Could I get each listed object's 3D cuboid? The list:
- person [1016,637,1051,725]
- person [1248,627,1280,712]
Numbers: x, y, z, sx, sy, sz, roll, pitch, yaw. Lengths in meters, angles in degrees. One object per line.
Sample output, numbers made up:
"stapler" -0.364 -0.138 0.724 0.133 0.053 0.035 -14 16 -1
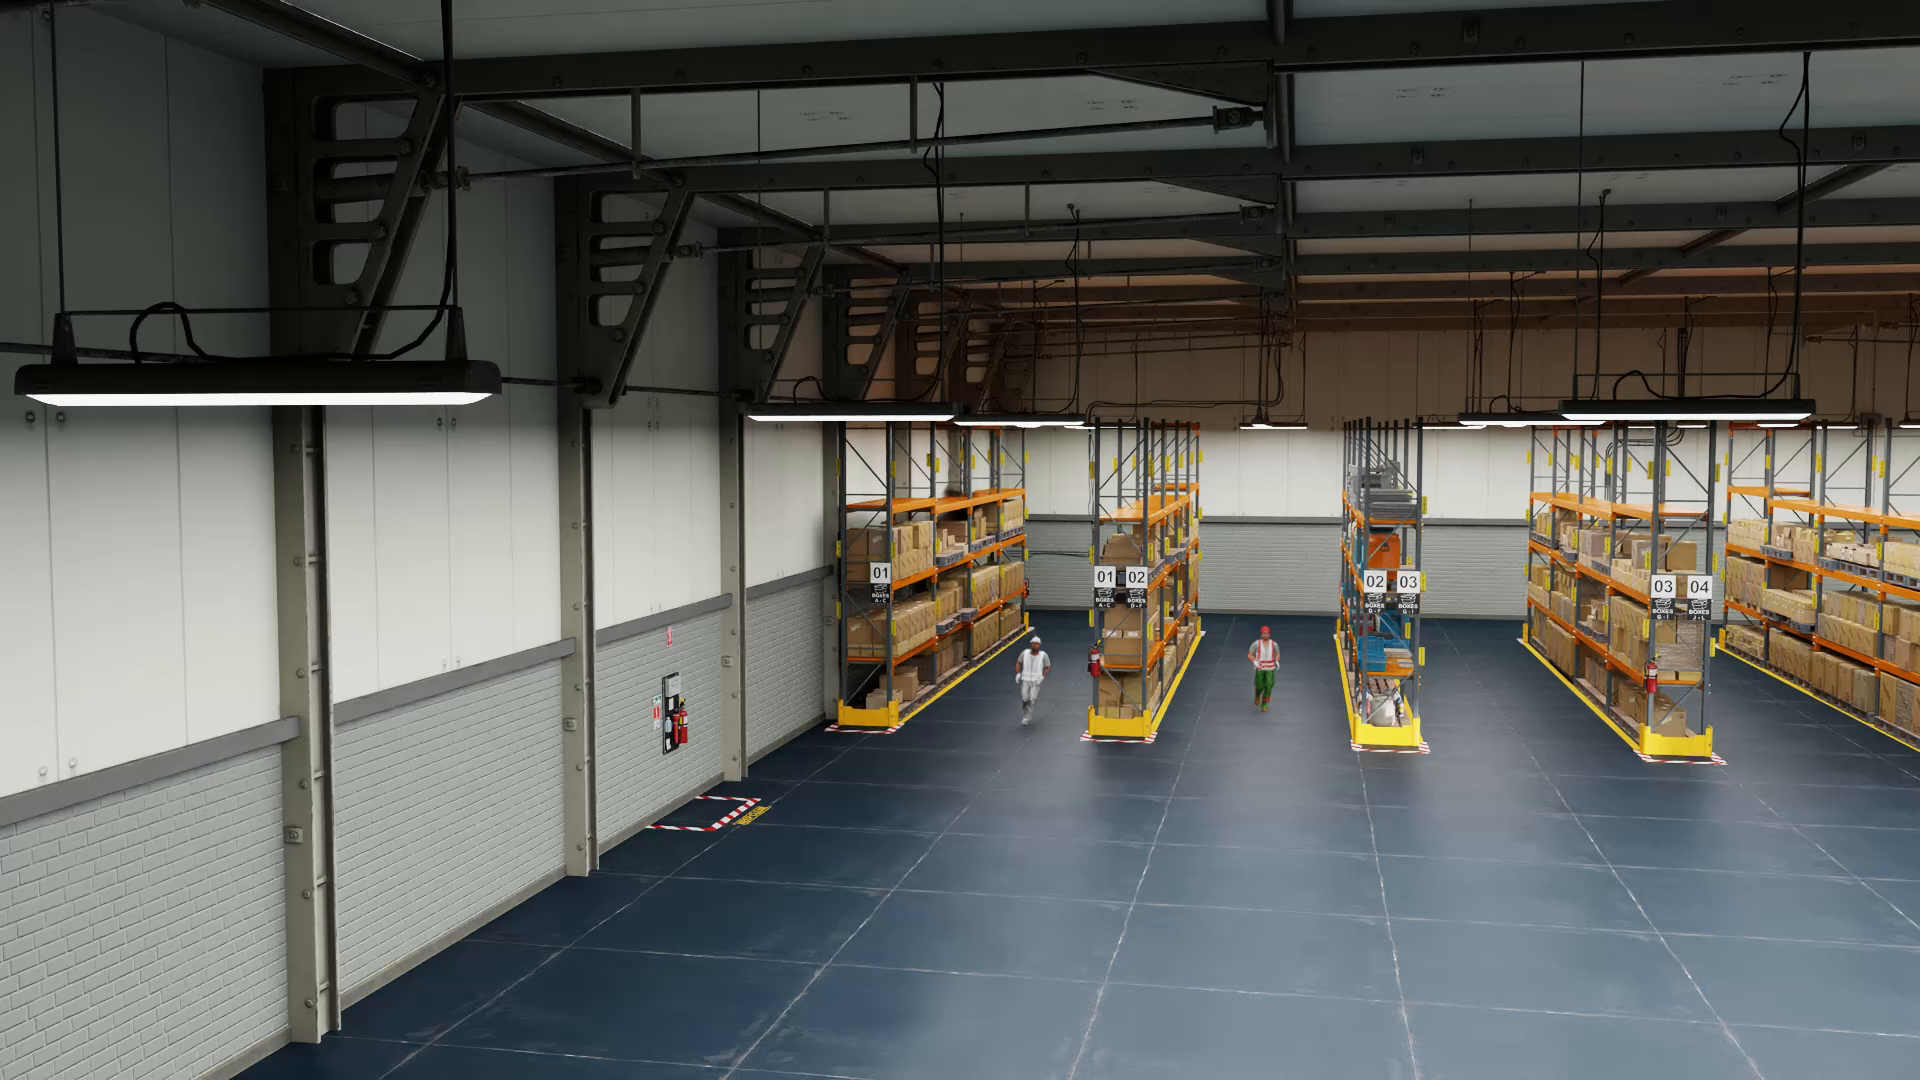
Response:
"person" 1.424 2.755 32.524 0.687 1.716 0.542 0 4 7
"person" 6.235 2.643 34.044 0.643 1.745 0.599 0 4 -1
